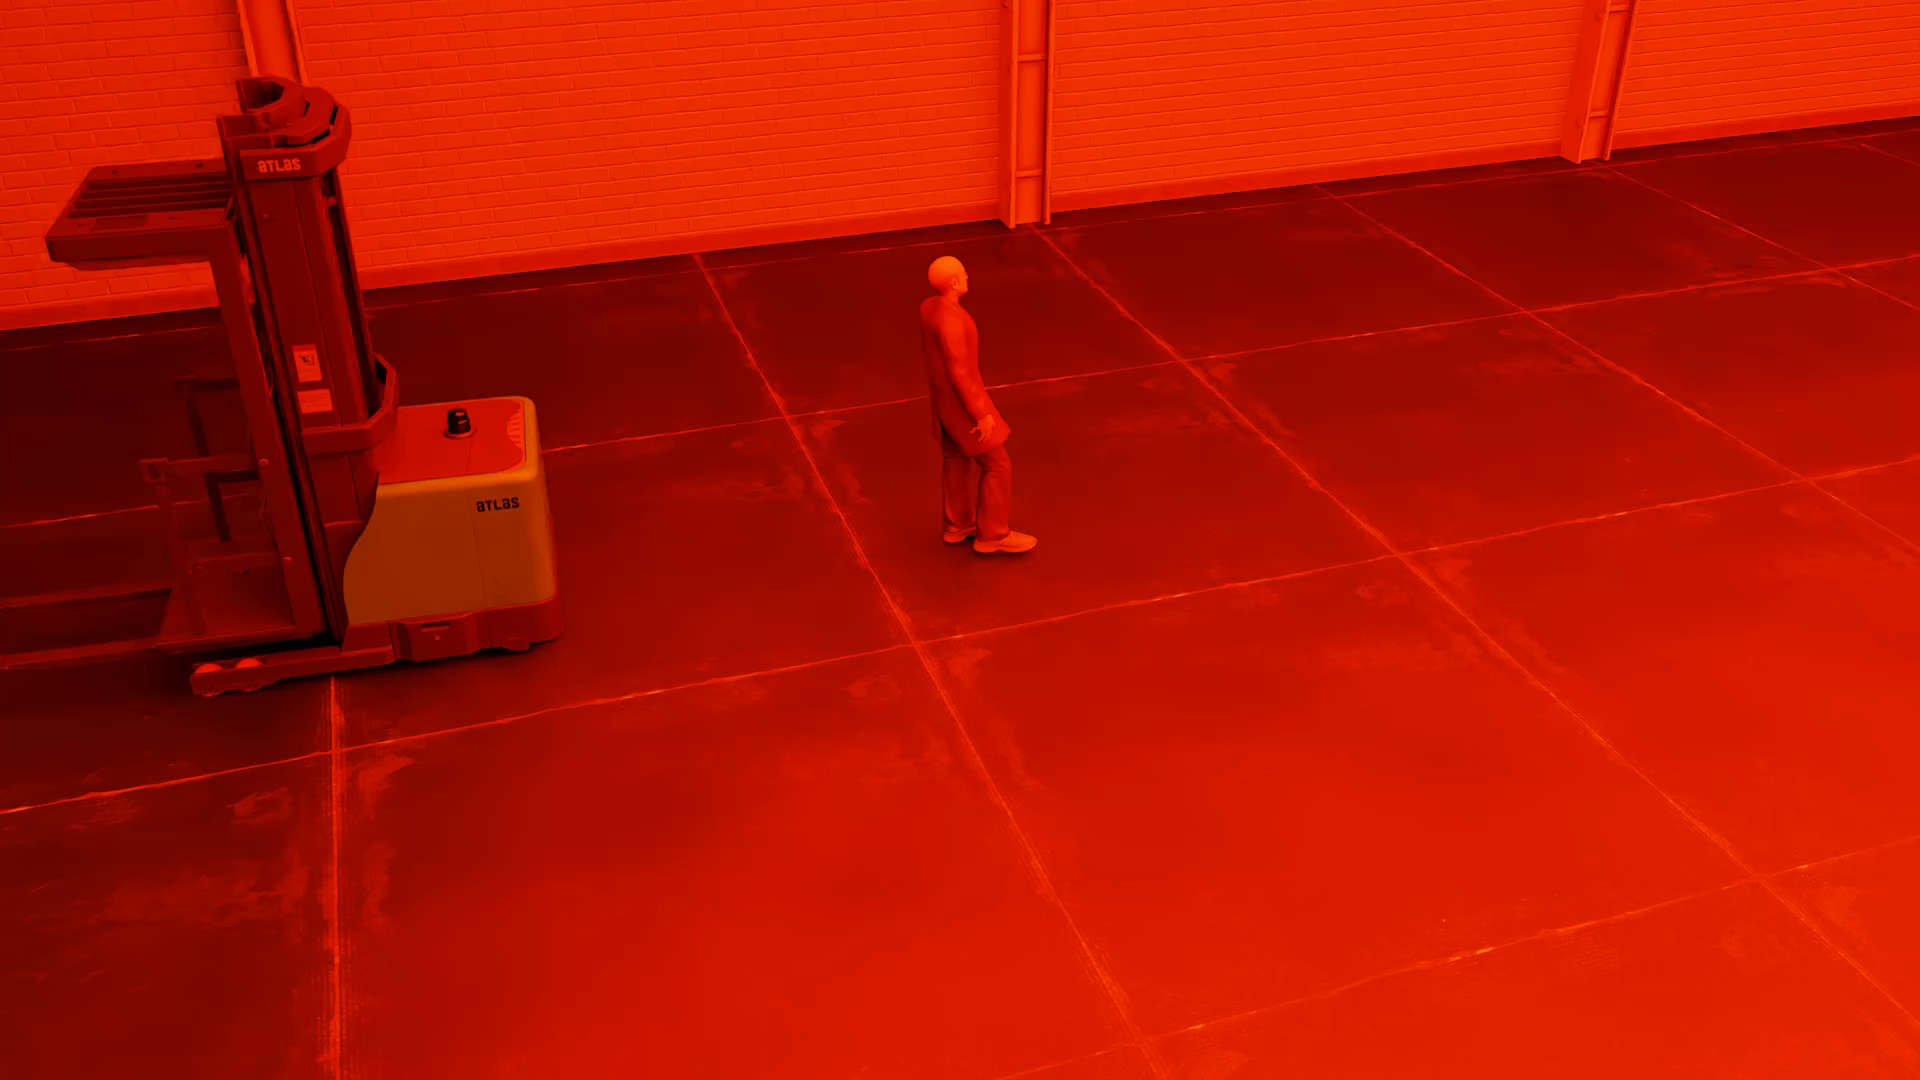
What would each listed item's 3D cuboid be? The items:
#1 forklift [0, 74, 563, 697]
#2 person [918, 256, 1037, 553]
[{"bbox_3d":[-3.729,-0.750,8.390,3.031,2.935,1.130,-7,31,-12],"label":"forklift"},{"bbox_3d":[0.089,-0.790,9.601,0.580,1.778,0.698,-10,31,-16],"label":"person"}]
